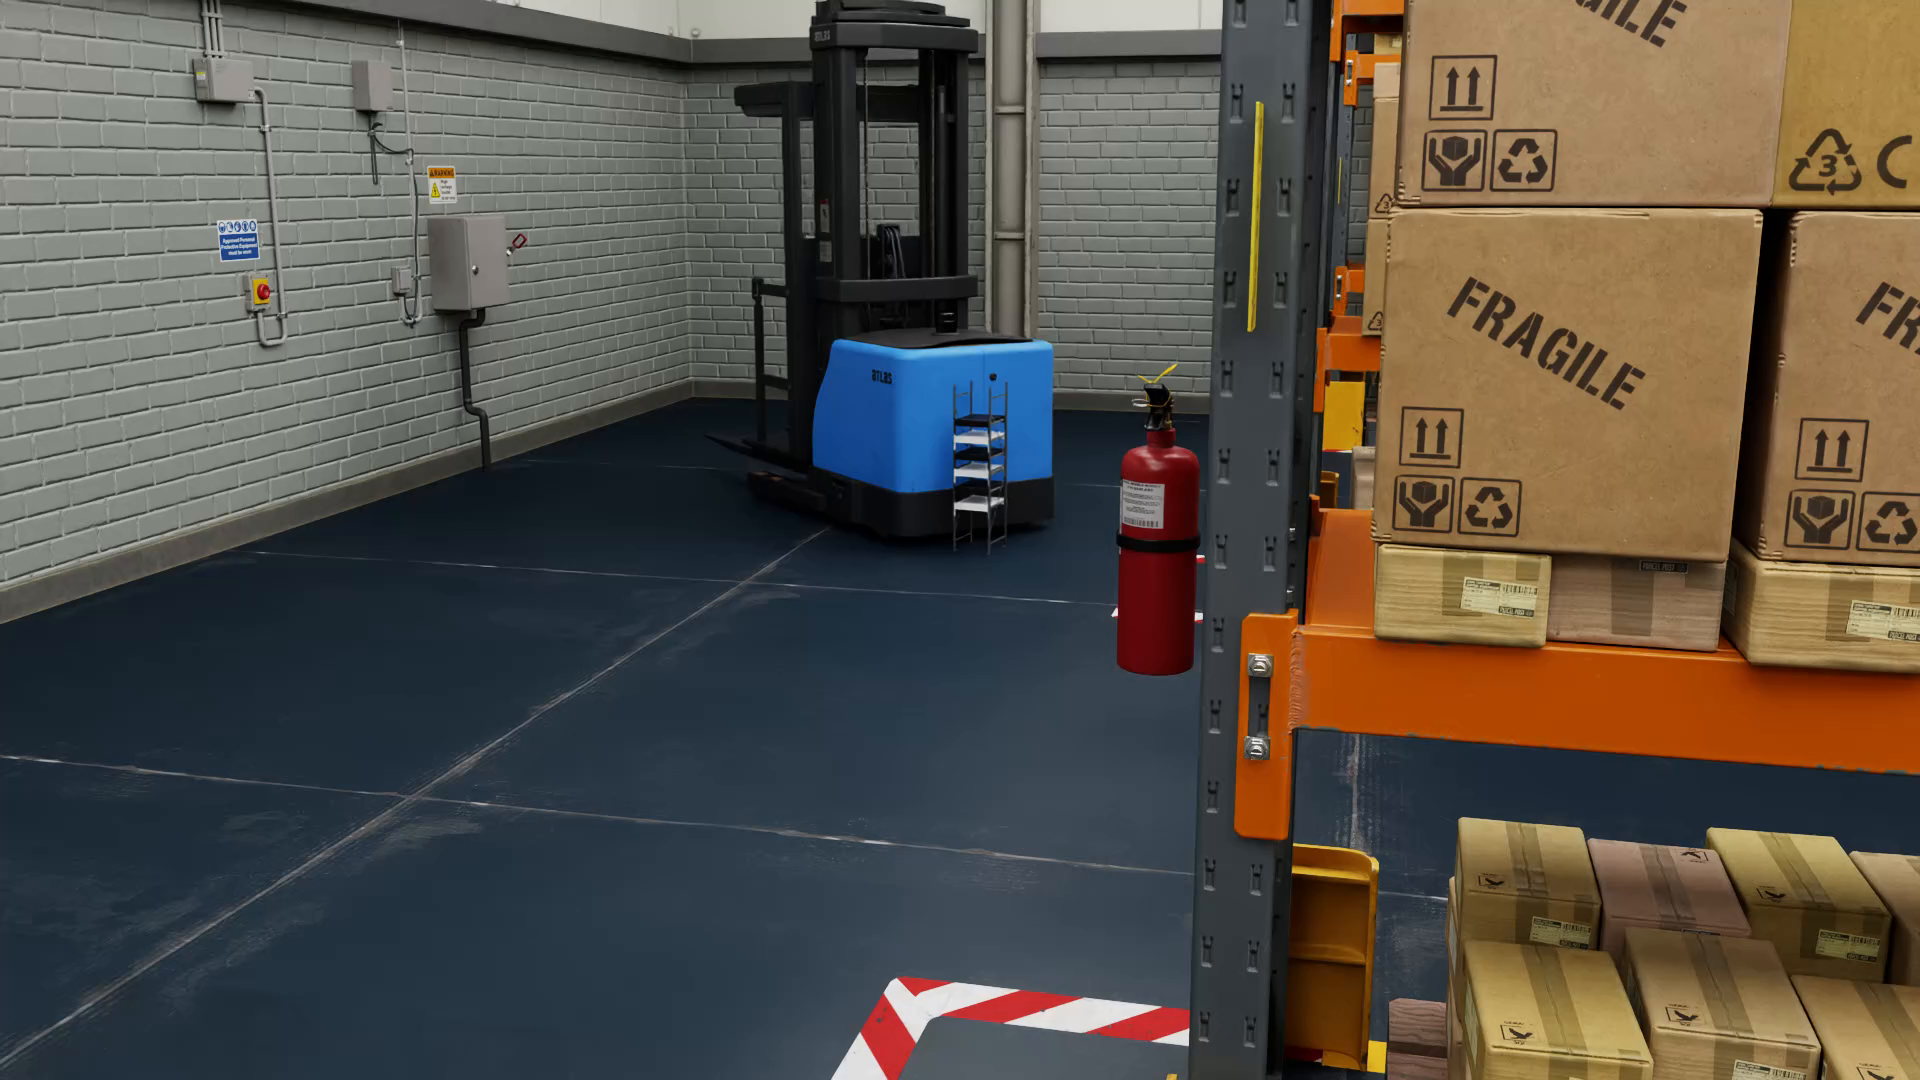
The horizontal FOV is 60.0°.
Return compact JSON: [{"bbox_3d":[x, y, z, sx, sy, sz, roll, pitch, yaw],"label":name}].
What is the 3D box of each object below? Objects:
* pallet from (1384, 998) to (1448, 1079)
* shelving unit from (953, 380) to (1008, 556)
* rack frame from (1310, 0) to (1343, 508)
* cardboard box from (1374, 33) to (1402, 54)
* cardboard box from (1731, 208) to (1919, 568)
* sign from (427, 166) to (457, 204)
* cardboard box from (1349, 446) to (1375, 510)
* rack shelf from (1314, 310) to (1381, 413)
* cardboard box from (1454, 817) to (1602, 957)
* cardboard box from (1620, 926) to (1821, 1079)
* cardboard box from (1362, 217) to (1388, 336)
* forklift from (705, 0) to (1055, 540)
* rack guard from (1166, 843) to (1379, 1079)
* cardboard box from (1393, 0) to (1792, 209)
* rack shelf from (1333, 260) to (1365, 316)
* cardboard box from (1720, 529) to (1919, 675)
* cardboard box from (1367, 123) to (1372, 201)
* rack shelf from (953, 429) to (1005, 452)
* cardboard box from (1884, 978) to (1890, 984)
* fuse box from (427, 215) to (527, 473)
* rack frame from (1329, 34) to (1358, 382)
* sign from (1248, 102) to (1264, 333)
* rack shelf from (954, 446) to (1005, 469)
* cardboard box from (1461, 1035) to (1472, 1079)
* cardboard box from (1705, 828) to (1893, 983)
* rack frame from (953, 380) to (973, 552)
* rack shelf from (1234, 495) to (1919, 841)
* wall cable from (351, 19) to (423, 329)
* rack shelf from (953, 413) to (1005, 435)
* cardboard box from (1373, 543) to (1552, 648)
[{"bbox_3d":[1.417,1.252,3.102,1.213,0.211,1.003,3,13,14],"label":"pallet"},{"bbox_3d":[0.109,-0.388,8.907,0.210,0.900,0.258,6,14,24],"label":"shelving unit"},{"bbox_3d":[1.651,-1.209,7.757,0.127,3.000,1.000,3,13,14],"label":"rack frame"},{"bbox_3d":[3.090,-3.529,11.870,0.250,0.149,0.380,3,13,15],"label":"cardboard box"},{"bbox_3d":[1.458,-0.253,2.530,0.500,0.500,0.500,3,13,14],"label":"cardboard box"},{"bbox_3d":[-3.399,-2.333,10.917,0.001,0.242,0.339,3,13,14],"label":"sign"},{"bbox_3d":[2.316,-0.150,7.929,0.875,0.438,0.875,3,13,12],"label":"cardboard box"},{"bbox_3d":[3.593,-0.754,7.367,4.000,0.370,1.077,3,13,14],"label":"rack shelf"},{"bbox_3d":[1.138,0.708,3.357,0.250,0.149,0.380,3,13,14],"label":"cardboard box"},{"bbox_3d":[1.287,0.821,2.845,0.250,0.149,0.380,3,13,15],"label":"cardboard box"},{"bbox_3d":[2.048,-1.172,7.362,0.500,0.500,0.500,3,13,13],"label":"cardboard box"},{"bbox_3d":[-0.673,-1.705,10.151,1.130,2.935,3.031,-8,15,-31],"label":"forklift"},{"bbox_3d":[0.637,1.062,3.294,0.348,0.500,1.175,3,13,14],"label":"rack guard"},{"bbox_3d":[0.935,-0.766,2.533,0.500,0.500,0.500,3,13,13],"label":"cardboard box"},{"bbox_3d":[4.778,-1.798,12.072,4.000,0.370,1.077,3,13,14],"label":"rack shelf"},{"bbox_3d":[1.304,0.075,2.548,0.250,0.149,0.380,3,13,12],"label":"cardboard box"},{"bbox_3d":[2.176,-1.771,7.751,0.500,0.500,0.500,4,13,15],"label":"cardboard box"},{"bbox_3d":[0.109,-0.532,8.875,0.200,0.077,0.258,6,14,24],"label":"rack shelf"},{"bbox_3d":[1.885,0.909,3.139,0.250,0.149,0.380,3,13,13],"label":"cardboard box"},{"bbox_3d":[-3.184,-1.302,11.150,0.414,1.711,0.539,3,13,14],"label":"fuse box"},{"bbox_3d":[2.836,-2.253,12.462,0.127,3.000,1.000,3,13,14],"label":"rack frame"},{"bbox_3d":[0.433,-0.471,2.433,0.005,0.325,0.100,3,13,14],"label":"sign"},{"bbox_3d":[0.109,-0.444,8.894,0.200,0.077,0.258,6,14,24],"label":"rack shelf"},{"bbox_3d":[1.010,0.960,2.907,0.250,0.149,0.380,4,13,16],"label":"cardboard box"},{"bbox_3d":[1.650,0.720,3.303,0.250,0.149,0.380,3,13,12],"label":"cardboard box"},{"bbox_3d":[0.017,-0.397,8.948,0.006,0.900,0.240,6,14,24],"label":"rack frame"},{"bbox_3d":[2.505,0.292,2.651,4.000,0.370,1.077,3,13,14],"label":"rack shelf"},{"bbox_3d":[-3.501,-2.291,10.290,0.122,1.984,0.588,3,13,14],"label":"wall cable"},{"bbox_3d":[0.109,-0.619,8.855,0.200,0.077,0.258,6,14,24],"label":"rack shelf"},{"bbox_3d":[0.799,0.046,2.682,0.250,0.149,0.380,3,13,13],"label":"cardboard box"}]
